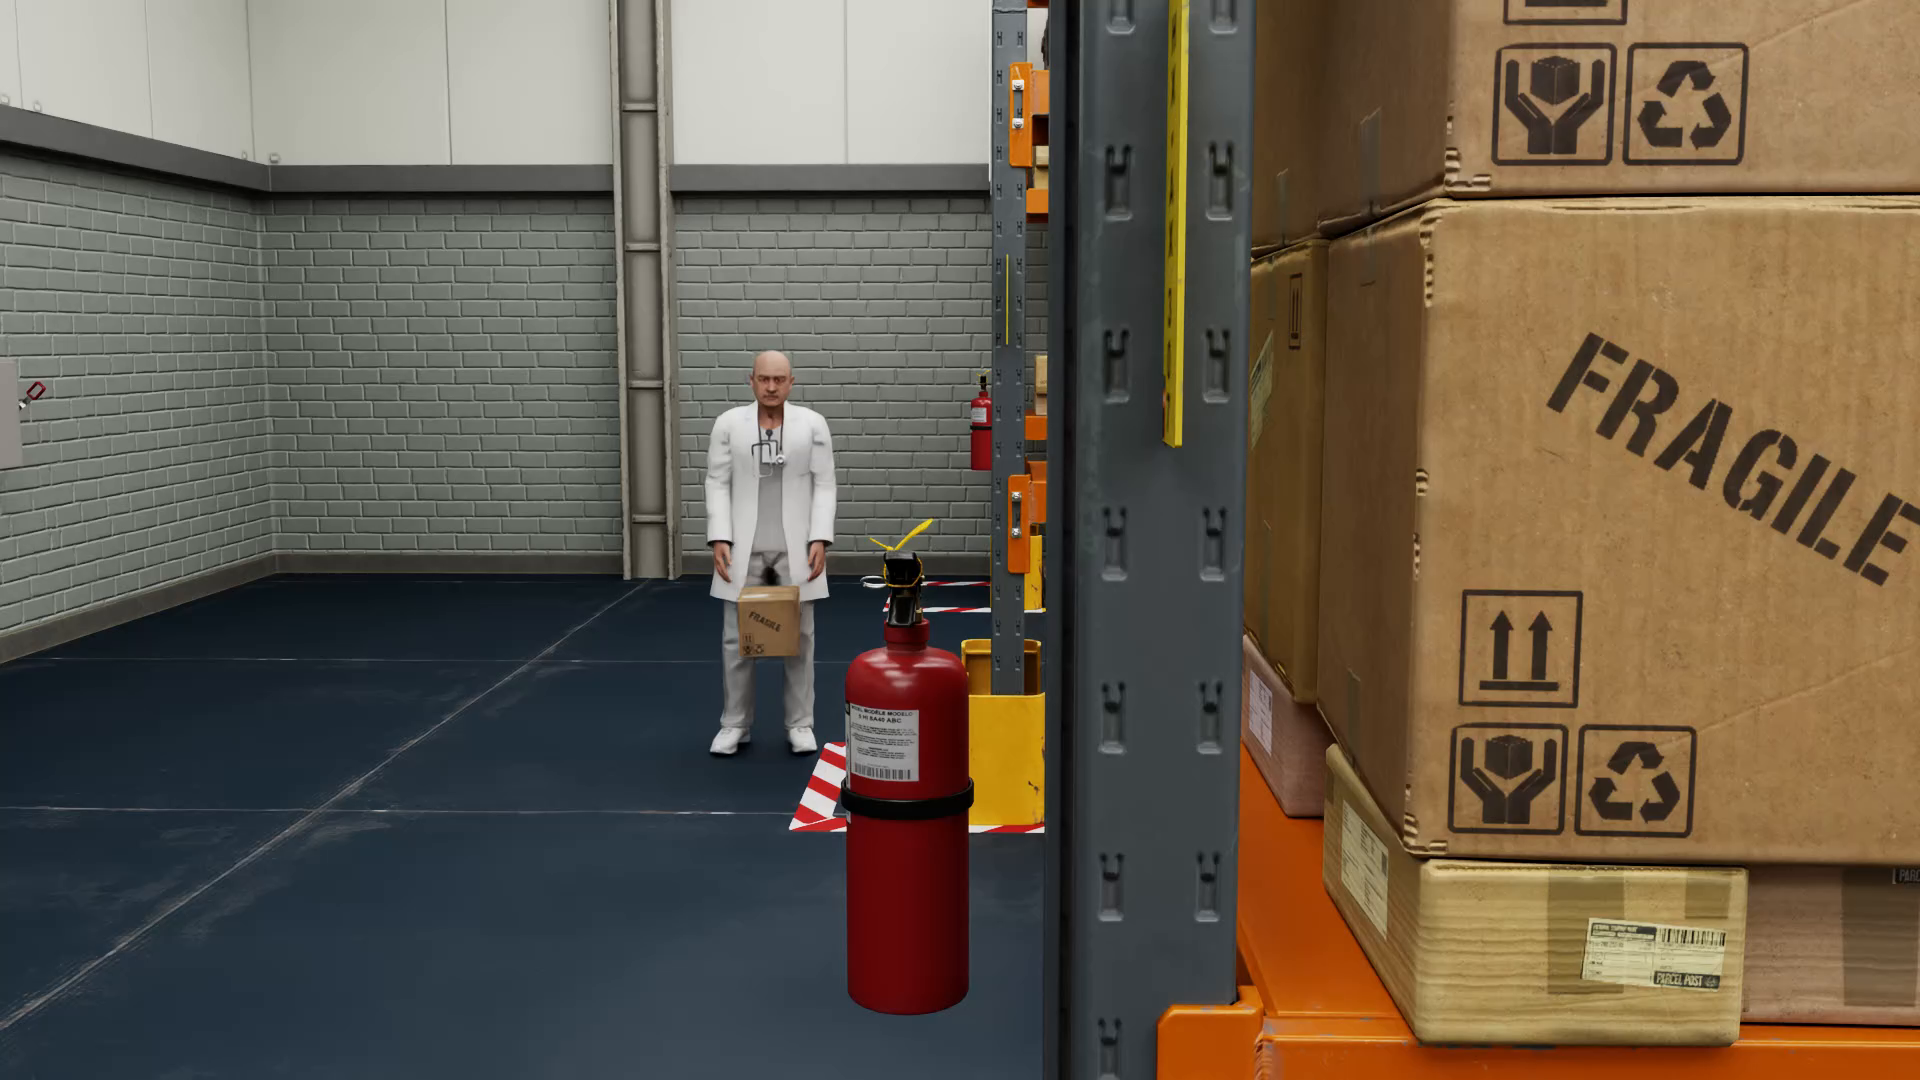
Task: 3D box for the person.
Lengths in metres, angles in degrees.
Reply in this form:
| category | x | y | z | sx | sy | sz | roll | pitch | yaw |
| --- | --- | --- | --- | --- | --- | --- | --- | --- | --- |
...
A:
| category | x | y | z | sx | sy | sz | roll | pitch | yaw |
| --- | --- | --- | --- | --- | --- | --- | --- | --- | --- |
| person | -0.841 | 0.050 | 7.403 | 0.587 | 1.779 | 0.424 | 0 | 7 | -4 |
